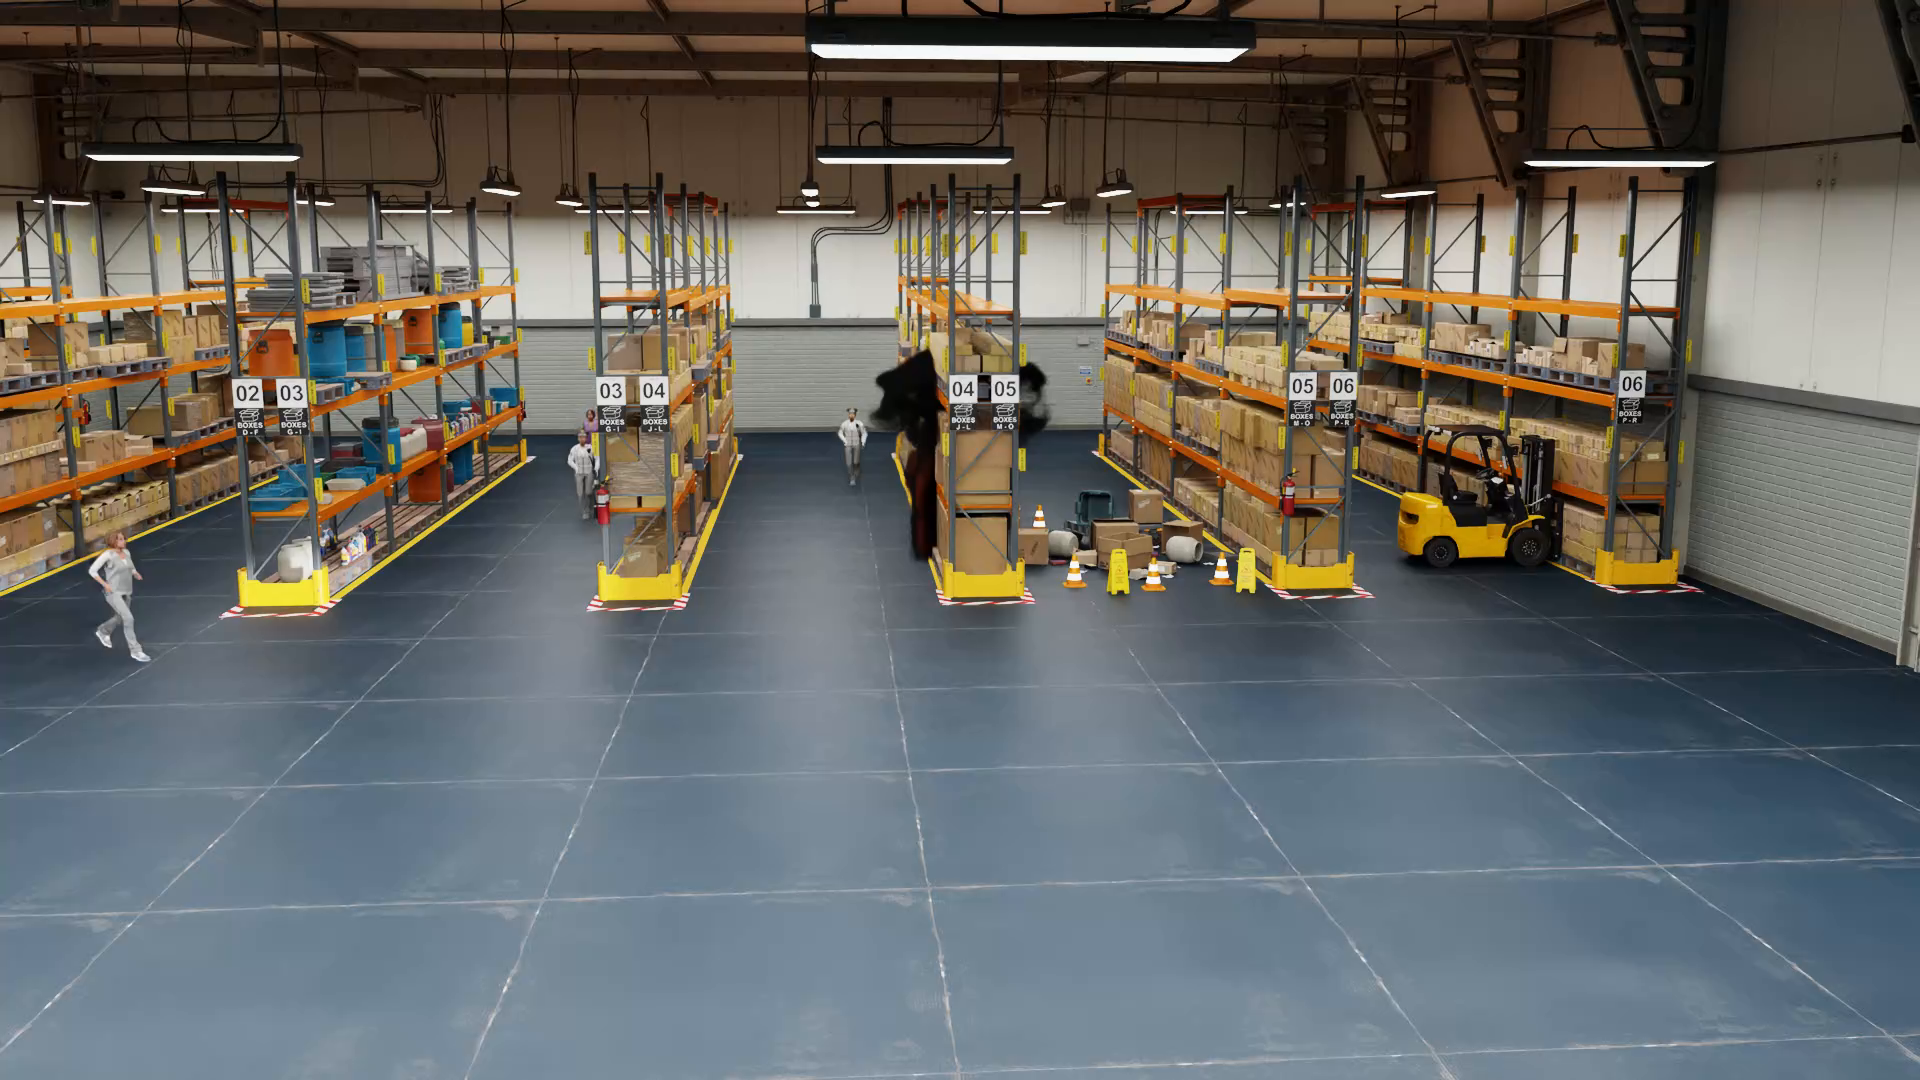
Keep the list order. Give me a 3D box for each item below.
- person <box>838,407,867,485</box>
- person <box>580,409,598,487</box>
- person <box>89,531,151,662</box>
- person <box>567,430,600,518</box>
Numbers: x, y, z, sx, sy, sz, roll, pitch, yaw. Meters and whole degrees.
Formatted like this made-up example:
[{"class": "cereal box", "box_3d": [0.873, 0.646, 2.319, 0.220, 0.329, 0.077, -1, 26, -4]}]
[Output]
[{"class": "person", "box_3d": [-2.283, -2.002, 35.344, 0.616, 1.659, 0.514, 0, 10, 0]}, {"class": "person", "box_3d": [-7.786, -1.965, 35.170, 0.536, 1.609, 0.875, -2, 10, -10]}, {"class": "person", "box_3d": [-10.309, 0.677, 20.295, 0.873, 1.599, 0.544, 3, 10, 16]}, {"class": "person", "box_3d": [-6.988, -1.226, 30.930, 0.612, 1.658, 0.509, -1, 10, -7]}]
